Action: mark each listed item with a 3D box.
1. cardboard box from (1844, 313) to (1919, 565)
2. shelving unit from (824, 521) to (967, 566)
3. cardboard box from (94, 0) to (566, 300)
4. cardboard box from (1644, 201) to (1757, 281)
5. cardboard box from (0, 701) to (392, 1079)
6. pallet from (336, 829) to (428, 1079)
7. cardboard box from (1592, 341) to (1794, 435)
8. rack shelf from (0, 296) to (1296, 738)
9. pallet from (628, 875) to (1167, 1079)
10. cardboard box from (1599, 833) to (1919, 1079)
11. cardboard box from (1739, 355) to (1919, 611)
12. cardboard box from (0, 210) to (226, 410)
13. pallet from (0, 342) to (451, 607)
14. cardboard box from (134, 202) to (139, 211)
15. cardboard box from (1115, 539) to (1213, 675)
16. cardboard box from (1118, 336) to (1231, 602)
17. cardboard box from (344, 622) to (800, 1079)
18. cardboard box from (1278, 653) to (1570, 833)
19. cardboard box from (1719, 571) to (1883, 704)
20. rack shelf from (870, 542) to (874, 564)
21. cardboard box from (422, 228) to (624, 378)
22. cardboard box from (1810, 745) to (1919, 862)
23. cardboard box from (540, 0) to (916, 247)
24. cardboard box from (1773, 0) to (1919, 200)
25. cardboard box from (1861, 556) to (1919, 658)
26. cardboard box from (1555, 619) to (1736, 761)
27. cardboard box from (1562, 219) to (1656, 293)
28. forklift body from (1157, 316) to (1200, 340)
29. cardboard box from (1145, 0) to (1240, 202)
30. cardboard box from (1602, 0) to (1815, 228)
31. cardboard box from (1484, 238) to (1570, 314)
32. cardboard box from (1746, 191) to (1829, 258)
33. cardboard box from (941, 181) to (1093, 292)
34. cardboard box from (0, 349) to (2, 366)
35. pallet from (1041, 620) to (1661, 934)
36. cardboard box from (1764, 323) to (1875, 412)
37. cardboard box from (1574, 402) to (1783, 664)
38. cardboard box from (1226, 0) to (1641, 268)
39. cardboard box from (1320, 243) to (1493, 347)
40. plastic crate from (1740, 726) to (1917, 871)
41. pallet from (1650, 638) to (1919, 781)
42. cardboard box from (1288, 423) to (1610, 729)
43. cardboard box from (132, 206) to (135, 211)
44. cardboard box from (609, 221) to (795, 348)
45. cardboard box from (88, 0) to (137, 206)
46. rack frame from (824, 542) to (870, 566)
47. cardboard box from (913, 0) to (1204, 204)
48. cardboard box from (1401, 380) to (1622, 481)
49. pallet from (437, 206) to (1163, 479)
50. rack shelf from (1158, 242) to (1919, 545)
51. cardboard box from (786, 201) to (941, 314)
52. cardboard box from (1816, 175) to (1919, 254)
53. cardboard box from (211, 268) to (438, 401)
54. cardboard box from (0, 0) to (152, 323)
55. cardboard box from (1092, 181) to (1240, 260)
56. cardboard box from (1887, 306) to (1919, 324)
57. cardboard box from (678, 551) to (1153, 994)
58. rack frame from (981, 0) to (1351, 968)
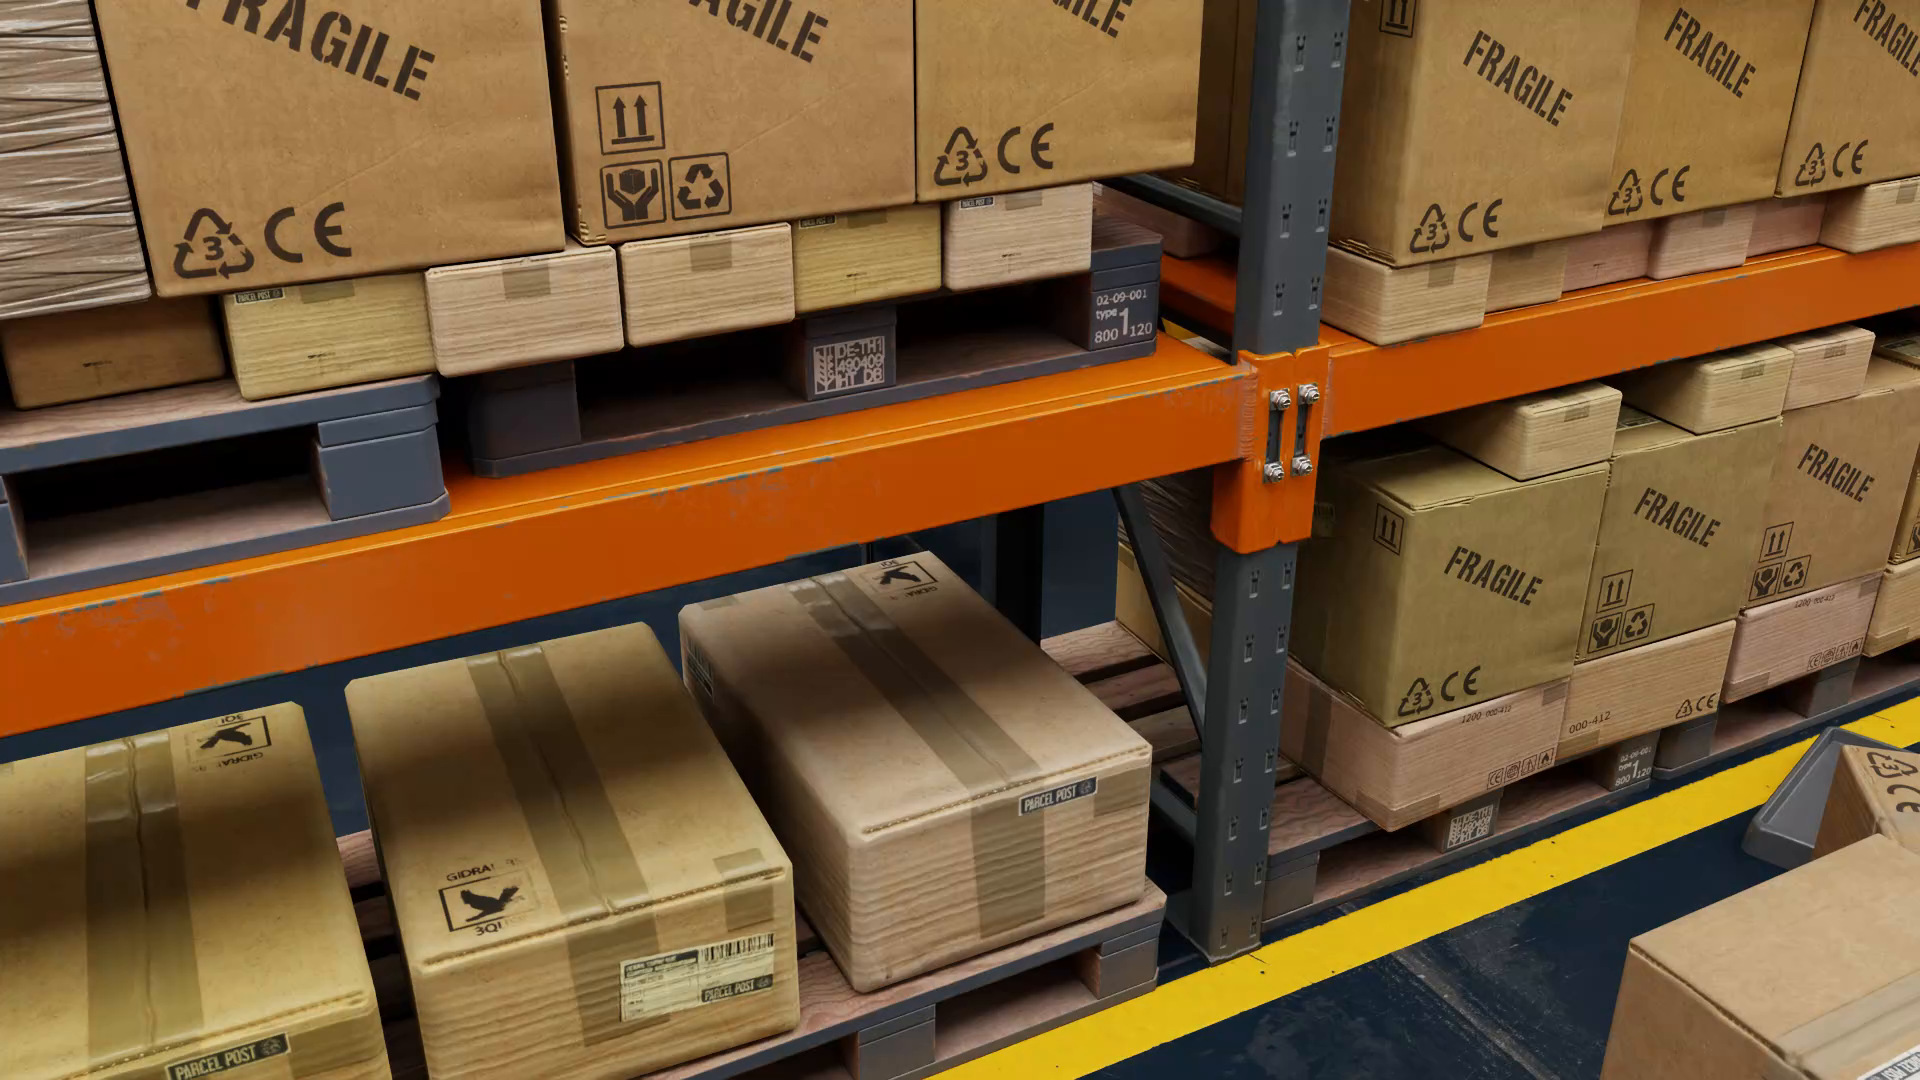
[{"bbox_3d":[2.375,-0.308,4.252,0.500,0.500,0.500,-14,29,-26],"label":"cardboard box"},{"bbox_3d":[-0.146,-0.913,4.725,0.503,2.100,0.431,-13,29,-25],"label":"shelving unit"},{"bbox_3d":[-0.858,-0.659,2.212,0.500,0.500,0.500,-12,28,-23],"label":"cardboard box"},{"bbox_3d":[1.419,-0.679,3.488,0.250,0.149,0.380,-12,28,-24],"label":"cardboard box"},{"bbox_3d":[-1.370,0.717,2.842,0.625,0.372,0.950,-12,28,-23],"label":"cardboard box"},{"bbox_3d":[-1.427,0.990,2.944,1.213,0.211,1.003,-13,29,-25],"label":"pallet"},{"bbox_3d":[1.576,-0.381,3.655,0.250,0.149,0.380,-12,28,-23],"label":"cardboard box"},{"bbox_3d":[-1.428,0.055,2.500,4.000,0.370,1.077,-13,29,-25],"label":"rack shelf"},{"bbox_3d":[-0.349,0.740,3.465,1.213,0.211,1.003,-13,29,-25],"label":"pallet"},{"bbox_3d":[1.201,0.783,2.167,0.500,0.500,0.500,-13,29,-25],"label":"cardboard box"},{"bbox_3d":[1.910,-0.200,4.025,0.500,0.500,0.500,-11,28,-22],"label":"cardboard box"},{"bbox_3d":[-1.175,-0.325,2.267,0.250,0.149,0.380,-14,29,-27],"label":"cardboard box"},{"bbox_3d":[-1.465,-0.194,2.410,1.213,0.211,1.003,-13,29,-25],"label":"pallet"},{"bbox_3d":[-1.203,-0.540,2.714,0.250,0.149,0.380,-13,28,-25],"label":"cardboard box"},{"bbox_3d":[0.732,0.151,4.162,0.500,0.250,0.500,-12,28,-23],"label":"cardboard box"},{"bbox_3d":[0.733,-0.187,3.999,0.500,0.500,0.500,-13,29,-26],"label":"cardboard box"},{"bbox_3d":[-0.757,0.575,3.138,0.625,0.372,0.950,-11,28,-22],"label":"cardboard box"},{"bbox_3d":[0.985,0.357,3.733,0.500,0.250,0.500,-14,29,-27],"label":"cardboard box"},{"bbox_3d":[1.917,0.135,4.195,0.500,0.250,0.500,-13,29,-26],"label":"cardboard box"},{"bbox_3d":[-0.146,-0.270,5.034,0.480,0.518,0.431,-13,29,-25],"label":"rack shelf"},{"bbox_3d":[-0.662,-0.376,2.372,0.250,0.149,0.380,-13,28,-25],"label":"cardboard box"},{"bbox_3d":[1.923,0.751,3.105,0.500,0.500,0.500,5,26,11],"label":"cardboard box"},{"bbox_3d":[-0.399,-0.761,2.426,0.500,0.500,0.500,-13,28,-25],"label":"cardboard box"},{"bbox_3d":[1.738,-1.047,3.506,0.500,0.500,0.500,-13,29,-26],"label":"cardboard box"},{"bbox_3d":[2.360,0.038,4.397,0.500,0.250,0.500,-14,29,-27],"label":"cardboard box"},{"bbox_3d":[1.451,0.244,3.968,0.500,0.250,0.500,-11,28,-22],"label":"cardboard box"},{"bbox_3d":[1.185,-0.642,3.411,0.250,0.149,0.380,-13,29,-25],"label":"cardboard box"},{"bbox_3d":[0.713,-1.920,6.764,1.214,2.155,2.313,-13,29,-25],"label":"forklift body"},{"bbox_3d":[0.612,-1.041,3.493,0.500,0.500,0.500,-14,29,-26],"label":"cardboard box"},{"bbox_3d":[1.289,-0.950,3.303,0.500,0.500,0.500,-13,29,-25],"label":"cardboard box"},{"bbox_3d":[0.965,-0.576,3.274,0.250,0.149,0.380,-12,28,-24],"label":"cardboard box"},{"bbox_3d":[1.640,-0.745,3.626,0.250,0.149,0.380,-13,29,-25],"label":"cardboard box"},{"bbox_3d":[0.013,-0.542,2.718,0.250,0.149,0.380,-13,28,-24],"label":"cardboard box"},{"bbox_3d":[-1.369,-0.243,2.096,0.250,0.149,0.380,-12,28,-23],"label":"cardboard box"},{"bbox_3d":[0.913,0.431,4.109,1.213,0.211,1.003,-13,29,-25],"label":"pallet"},{"bbox_3d":[1.812,-0.437,3.771,0.250,0.149,0.380,-11,28,-22],"label":"cardboard box"},{"bbox_3d":[1.452,-0.095,3.807,0.500,0.500,0.500,-12,28,-23],"label":"cardboard box"},{"bbox_3d":[0.857,-0.839,3.072,0.500,0.500,0.500,-13,29,-25],"label":"cardboard box"},{"bbox_3d":[0.766,-0.505,3.126,0.250,0.149,0.380,-13,29,-25],"label":"cardboard box"},{"bbox_3d":[2.108,0.633,3.838,0.402,0.080,0.583,21,33,37],"label":"plastic crate"},{"bbox_3d":[1.991,0.180,4.630,1.213,0.211,1.003,-13,29,-25],"label":"pallet"},{"bbox_3d":[0.985,0.019,3.570,0.500,0.500,0.500,-12,28,-23],"label":"cardboard box"},{"bbox_3d":[-3.145,-1.424,7.009,0.625,0.625,0.875,-13,29,-26],"label":"cardboard box"},{"bbox_3d":[-0.439,-0.429,2.483,0.250,0.149,0.380,-14,29,-26],"label":"cardboard box"},{"bbox_3d":[-1.544,-0.752,2.407,0.500,0.500,0.500,-14,29,-27],"label":"cardboard box"},{"bbox_3d":[-0.361,-0.863,4.622,0.015,2.100,0.400,-13,29,-25],"label":"rack frame"},{"bbox_3d":[0.038,-0.863,2.637,0.500,0.500,0.500,-14,29,-26],"label":"cardboard box"},{"bbox_3d":[1.123,-0.276,3.435,0.250,0.149,0.380,-13,28,-24],"label":"cardboard box"},{"bbox_3d":[-0.406,-0.490,3.026,1.213,0.211,1.003,-13,29,-25],"label":"pallet"},{"bbox_3d":[2.102,-0.759,4.197,4.000,0.370,1.077,-13,29,-25],"label":"rack shelf"},{"bbox_3d":[-0.228,-0.495,2.621,0.250,0.149,0.380,-14,29,-27],"label":"cardboard box"},{"bbox_3d":[1.899,-0.762,3.661,0.250,0.149,0.380,-13,28,-25],"label":"cardboard box"},{"bbox_3d":[-0.894,-0.340,2.297,0.250,0.149,0.380,-13,29,-25],"label":"cardboard box"},{"bbox_3d":[-1.319,-0.552,1.989,0.500,0.500,0.500,-14,29,-27],"label":"cardboard box"},{"bbox_3d":[0.477,-0.745,3.626,0.250,0.149,0.380,-13,29,-26],"label":"cardboard box"},{"bbox_3d":[2.534,-0.605,4.120,0.250,0.149,0.380,-12,28,-23],"label":"cardboard box"},{"bbox_3d":[-0.124,0.427,3.446,0.625,0.372,0.950,-13,28,-24],"label":"cardboard box"},{"bbox_3d":[0.337,-0.676,3.193,0.127,3.000,1.000,-13,29,-25],"label":"rack frame"}]
